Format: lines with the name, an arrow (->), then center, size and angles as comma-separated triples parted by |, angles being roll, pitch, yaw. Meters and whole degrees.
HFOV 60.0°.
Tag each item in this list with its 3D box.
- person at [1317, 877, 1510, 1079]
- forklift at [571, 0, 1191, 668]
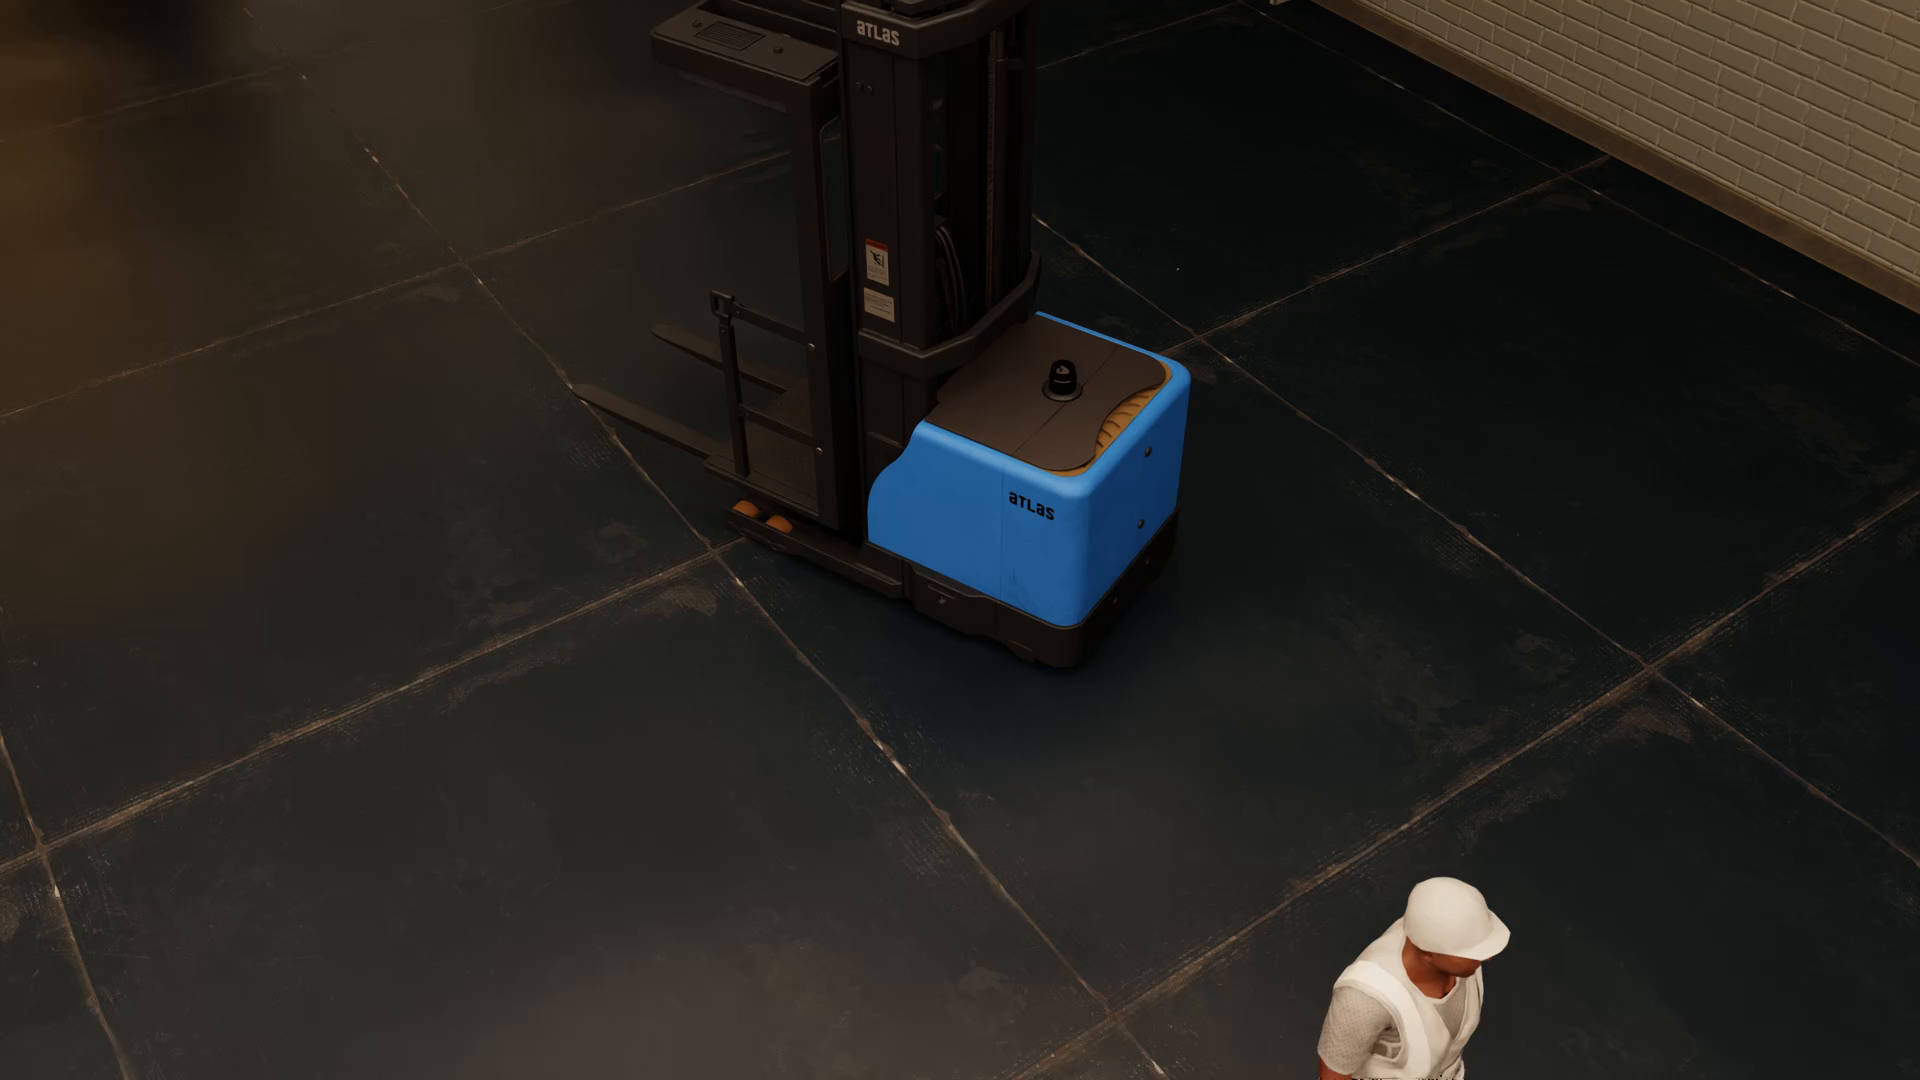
person -> 1.306, 1.622, 4.823 | 0.648, 1.804, 0.507 | -32, 52, -30
forklift -> -0.511, -1.302, 7.129 | 3.031, 2.935, 1.130 | 24, 48, 24
